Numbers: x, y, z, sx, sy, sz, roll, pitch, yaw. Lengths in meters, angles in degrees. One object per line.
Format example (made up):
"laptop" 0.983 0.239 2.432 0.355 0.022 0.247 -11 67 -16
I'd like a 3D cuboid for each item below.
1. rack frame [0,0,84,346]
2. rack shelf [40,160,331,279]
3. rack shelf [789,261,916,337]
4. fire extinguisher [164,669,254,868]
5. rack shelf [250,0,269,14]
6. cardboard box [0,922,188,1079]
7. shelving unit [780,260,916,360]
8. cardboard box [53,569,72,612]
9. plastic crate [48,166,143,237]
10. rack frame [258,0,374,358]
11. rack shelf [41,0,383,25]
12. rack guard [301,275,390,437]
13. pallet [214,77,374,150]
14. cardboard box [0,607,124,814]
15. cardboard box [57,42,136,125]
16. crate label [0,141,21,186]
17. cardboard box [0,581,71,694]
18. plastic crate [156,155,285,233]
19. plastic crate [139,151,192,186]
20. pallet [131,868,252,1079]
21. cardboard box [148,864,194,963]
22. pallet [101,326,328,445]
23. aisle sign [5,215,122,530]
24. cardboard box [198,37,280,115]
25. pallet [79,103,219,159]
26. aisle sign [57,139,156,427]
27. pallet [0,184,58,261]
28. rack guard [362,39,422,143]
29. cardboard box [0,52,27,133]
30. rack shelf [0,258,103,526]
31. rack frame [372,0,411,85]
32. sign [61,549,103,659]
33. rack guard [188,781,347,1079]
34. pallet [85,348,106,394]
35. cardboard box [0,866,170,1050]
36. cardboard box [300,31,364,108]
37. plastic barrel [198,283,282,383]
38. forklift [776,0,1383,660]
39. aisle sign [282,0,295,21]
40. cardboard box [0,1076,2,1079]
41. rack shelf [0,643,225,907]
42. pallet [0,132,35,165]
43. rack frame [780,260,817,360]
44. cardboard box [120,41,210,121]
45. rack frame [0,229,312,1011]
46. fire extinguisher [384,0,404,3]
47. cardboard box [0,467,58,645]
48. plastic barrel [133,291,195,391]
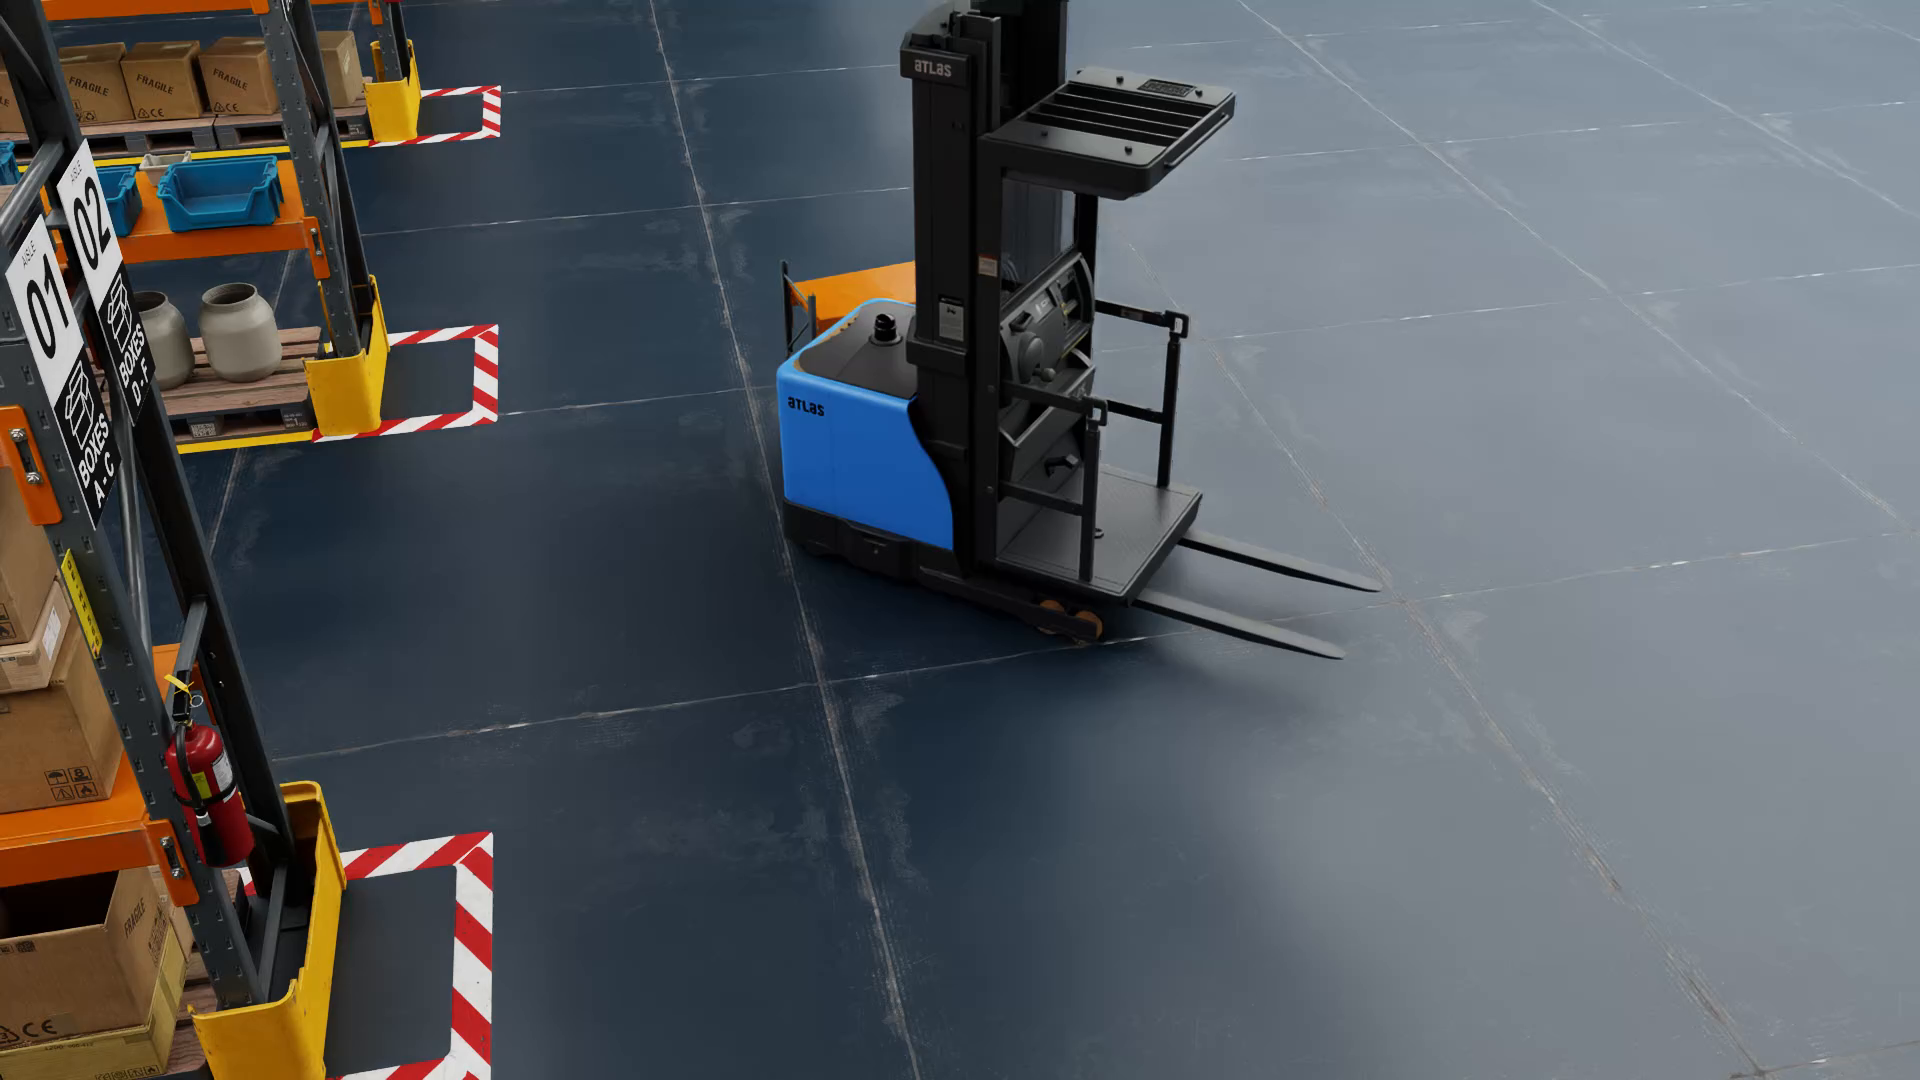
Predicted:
"rack frame" -2.615 -2.025 3.914 0.127 3.000 1.000 -7 35 -11
"rack shelf" -5.655 -1.682 9.433 4.000 0.370 1.077 -7 35 -11
"rack shelf" -0.425 -1.325 9.413 1.000 0.278 0.538 -14 36 -20
"fire extinguisher" -2.397 0.736 5.253 0.183 0.674 0.296 -7 35 -11
"rack shelf" -5.655 -2.927 8.597 4.000 0.370 1.077 -7 35 -11
"cardboard box" -3.073 1.660 5.898 0.500 0.250 0.500 -7 35 -11
"shelving unit" -0.425 -1.082 9.576 1.048 1.125 0.538 -14 36 -20
"cardboard box" -3.045 0.087 5.480 0.250 0.149 0.380 -7 35 -11
"plastic crate" -4.761 -1.864 9.192 0.408 0.251 0.499 -7 35 -11
"rack frame" -3.704 -2.226 9.599 0.127 3.000 1.000 -7 35 -11
"rack shelf" -6.748 -4.374 13.444 4.000 0.370 1.077 -7 35 -11
"rack guard" -3.768 -1.153 10.243 0.348 0.500 1.175 -7 35 -11
"pallet" -5.671 -3.670 14.253 1.213 0.211 1.003 -7 35 -11
"cardboard box" -3.073 0.475 5.483 0.500 0.500 0.700 -7 35 -11
"cardboard box" -7.154 -3.784 13.786 0.500 0.500 0.500 -10 35 -15
"crate label" -5.440 -1.868 9.032 0.616 0.435 0.502 -7 35 -11
"cardboard box" -2.946 0.306 5.153 0.250 0.149 0.380 -8 35 -11
"plastic crate" -4.126 -1.940 9.306 0.616 0.251 0.499 -7 35 -11
"plastic crate" -4.648 -2.182 9.769 0.250 0.136 0.298 -7 35 -11
"pallet" -3.352 1.741 6.189 1.213 0.211 1.003 -7 35 -11
"cardboard box" -3.187 1.379 6.317 0.500 0.250 0.500 -7 35 -11
"pallet" -4.561 -0.936 10.179 1.213 0.211 1.003 -7 35 -11
"aisle sign" -2.486 -0.462 4.636 0.004 0.787 0.394 -7 35 -11
"cardboard box" -5.985 -3.895 13.951 0.500 0.500 0.500 1 34 2
"pallet" -6.859 -3.522 14.032 1.213 0.211 1.003 -7 35 -11
"aisle sign" -2.619 -0.788 5.122 0.004 0.787 0.394 -7 35 -11
"pallet" -3.310 -0.670 4.666 1.213 0.211 1.003 -7 35 -11
"rack guard" -4.871 -3.871 14.293 0.348 0.500 1.175 -7 35 -11
"cardboard box" -7.742 -3.665 13.609 0.500 0.500 0.500 3 34 5
"rack shelf" -4.566 -0.235 4.584 4.000 0.370 1.077 -7 35 -11
"rack frame" -4.797 -4.918 13.610 0.127 3.000 1.000 -7 35 -11
"sign" -2.509 0.184 4.755 0.005 0.325 0.100 -7 35 -11
"rack guard" -2.592 1.501 6.287 0.348 0.500 1.175 -7 35 -11
"pallet" -5.749 -0.788 9.958 1.213 0.211 1.003 -7 35 -11
"cardboard box" -3.072 1.350 5.687 0.500 0.500 0.500 -7 35 -11
"cardboard box" -5.410 -3.987 14.089 0.500 0.500 0.500 -1 34 -2
"plastic barrel" -4.329 -1.245 9.992 0.421 0.512 0.421 0 34 0
"forklift" 0.605 -1.038 7.889 3.031 2.935 1.130 16 37 23
"aisle sign" -3.568 -3.153 8.647 0.004 0.787 0.394 -7 35 -11
"cardboard box" -3.558 1.728 5.796 0.500 0.250 0.500 -7 35 -11
"rack shelf" -4.566 1.011 5.420 4.000 0.370 1.077 -7 35 -11
"pallet" -8.051 -3.370 13.806 1.213 0.211 1.003 -7 35 -11
"rack frame" -0.890 -0.966 9.404 0.032 1.125 0.500 -14 36 -20
"cardboard box" -6.600 -3.828 13.852 0.500 0.500 0.500 -4 34 -6
"rack frame" -2.615 0.466 5.586 0.127 3.000 1.000 -7 35 -11
"fire extinguisher" -4.583 -4.650 13.279 0.183 0.674 0.296 -7 35 -11
"cardboard box" -3.125 -0.057 5.112 0.500 0.500 0.700 -7 35 -10
"plastic barrel" -4.818 -1.183 9.900 0.421 0.512 0.421 0 34 0
